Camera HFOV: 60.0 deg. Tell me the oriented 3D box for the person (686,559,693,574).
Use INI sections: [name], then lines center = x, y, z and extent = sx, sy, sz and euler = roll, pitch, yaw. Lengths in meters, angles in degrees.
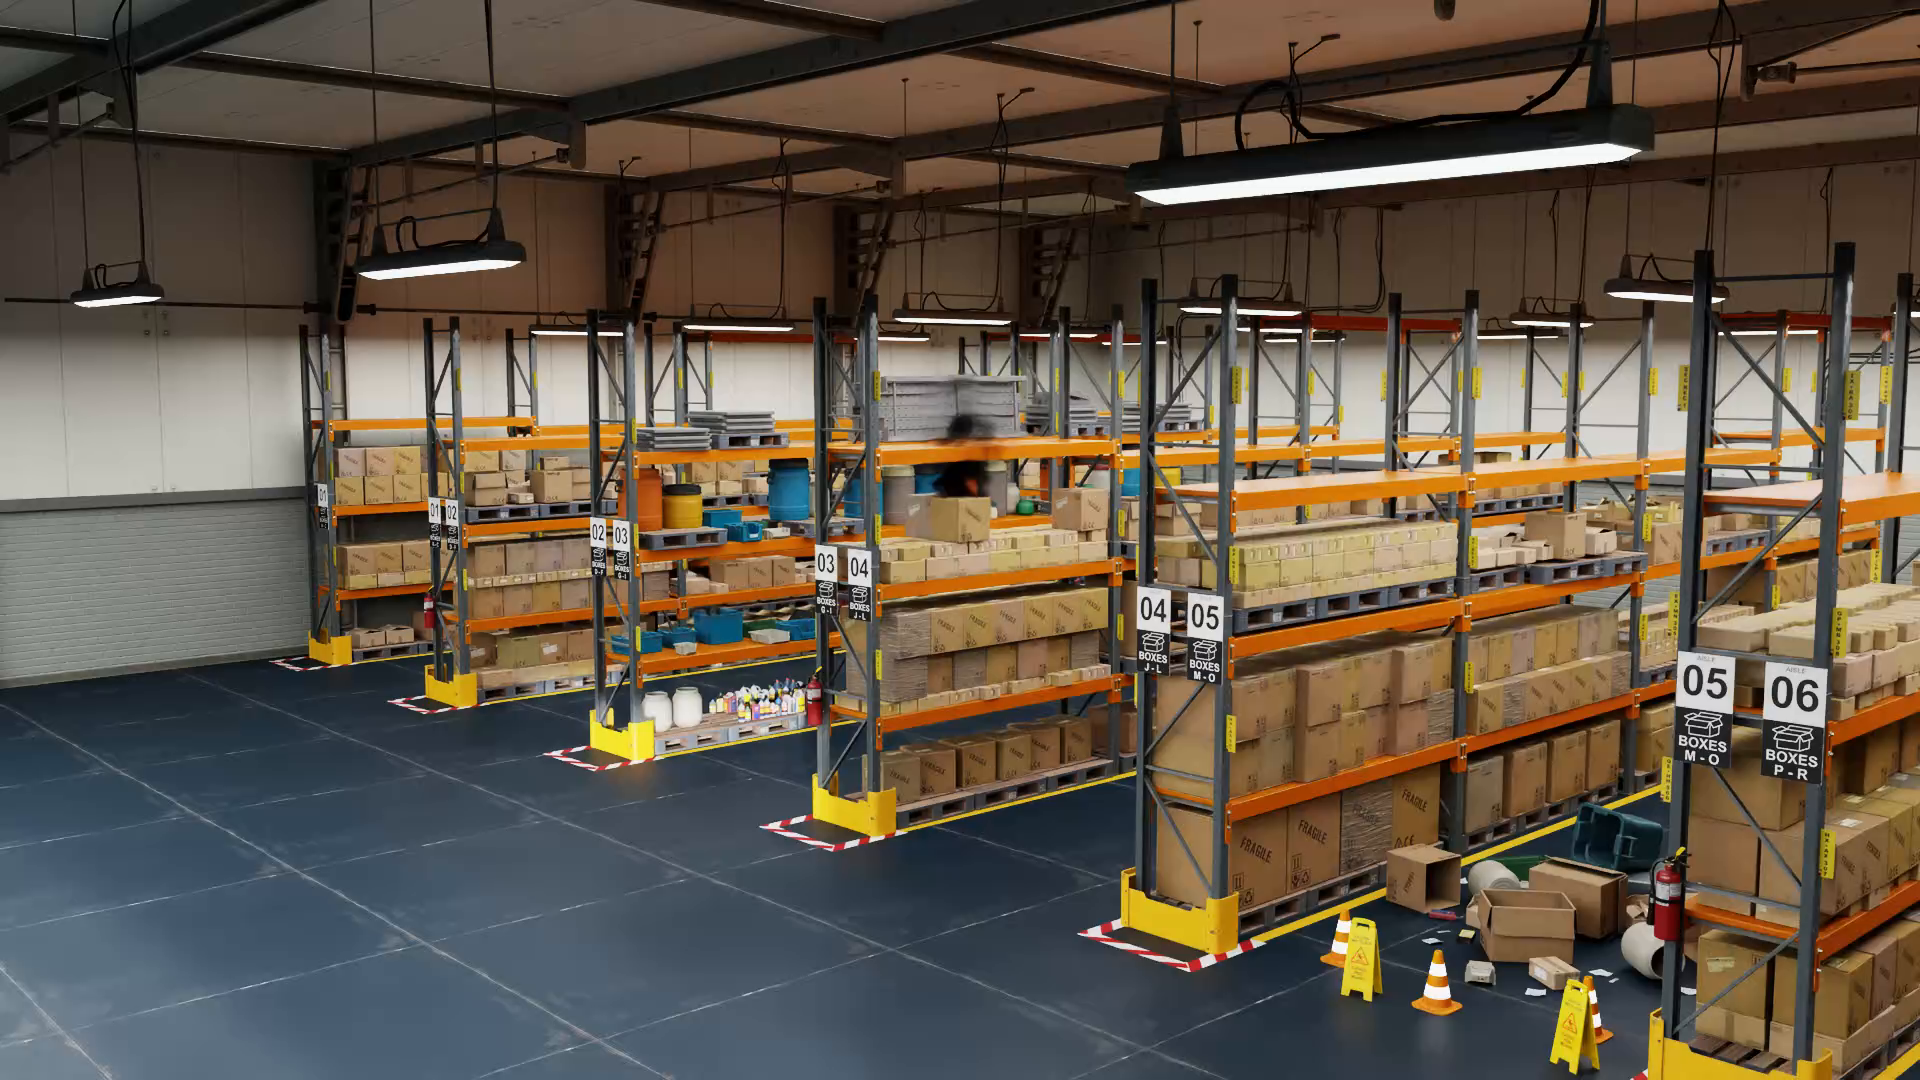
[person]
center = -5.243, 1.156, 31.651
extent = 0.541, 1.618, 0.539
euler = -6, 8, -45
